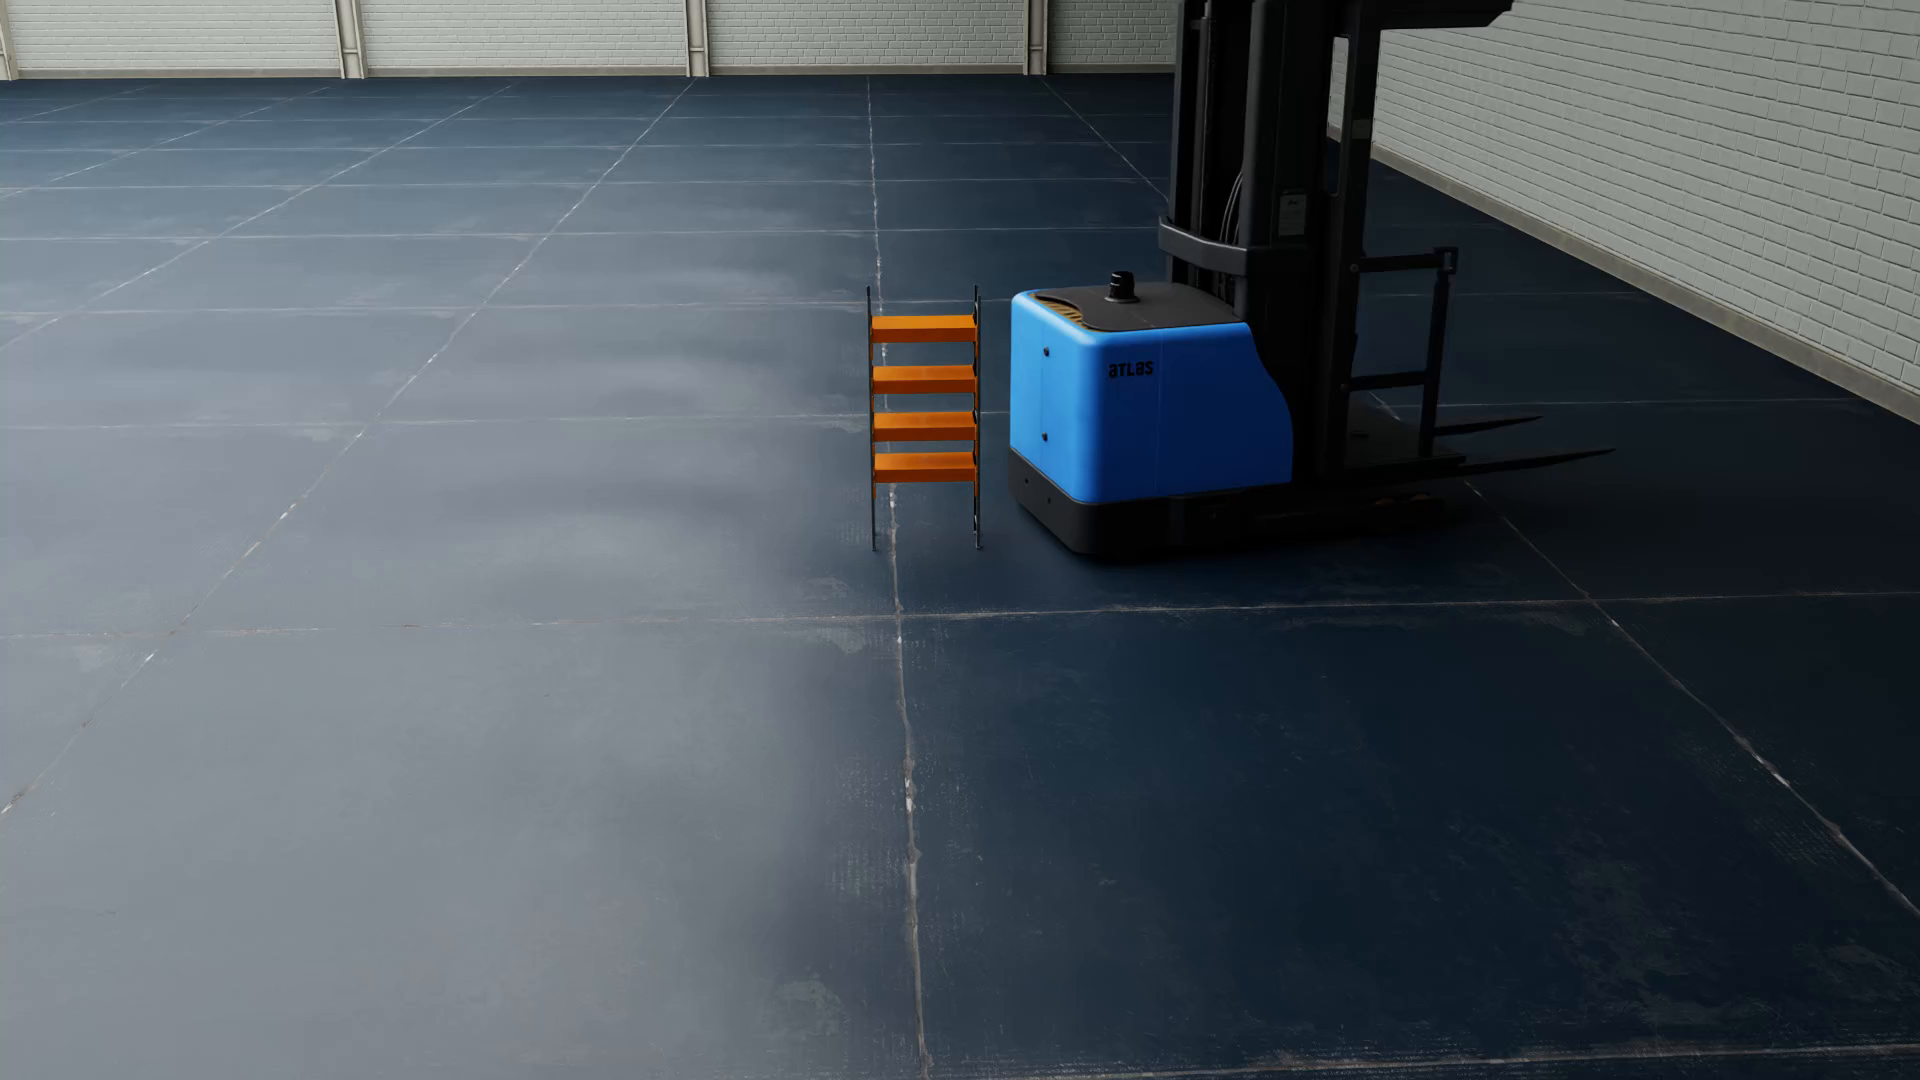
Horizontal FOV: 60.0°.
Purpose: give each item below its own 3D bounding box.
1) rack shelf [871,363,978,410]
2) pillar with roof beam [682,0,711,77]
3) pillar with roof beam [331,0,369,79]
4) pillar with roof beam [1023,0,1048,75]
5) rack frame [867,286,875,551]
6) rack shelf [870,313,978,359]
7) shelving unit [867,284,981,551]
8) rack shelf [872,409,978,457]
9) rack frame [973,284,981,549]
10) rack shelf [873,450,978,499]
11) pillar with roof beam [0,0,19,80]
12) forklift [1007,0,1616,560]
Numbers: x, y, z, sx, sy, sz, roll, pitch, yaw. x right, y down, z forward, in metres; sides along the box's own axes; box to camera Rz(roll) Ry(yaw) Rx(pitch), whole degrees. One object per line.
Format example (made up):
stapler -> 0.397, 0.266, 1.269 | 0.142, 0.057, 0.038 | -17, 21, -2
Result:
rack shelf -> -0.165, -0.704, 7.611 | 0.480, 0.148, 0.258 | -1, 21, -3
pillar with roof beam -> -4.401, -10.932, 23.956 | 0.400, 9.000, 9.100 | -1, 21, -3
pillar with roof beam -> -10.391, -10.810, 23.636 | 0.400, 9.000, 9.100 | -1, 21, -3
pillar with roof beam -> 1.589, -11.054, 24.277 | 0.400, 9.000, 9.100 | -1, 21, -3
rack frame -> -0.409, -0.552, 7.654 | 0.015, 1.200, 0.240 | -1, 21, -3
rack shelf -> -0.165, -0.925, 7.527 | 0.480, 0.148, 0.258 | -1, 21, -3
shelving unit -> -0.165, -0.557, 7.667 | 0.503, 1.200, 0.258 | -1, 21, -3
rack shelf -> -0.165, -0.494, 7.691 | 0.480, 0.148, 0.258 | -1, 21, -3
rack frame -> 0.078, -0.562, 7.680 | 0.015, 1.200, 0.240 | -1, 21, -3
rack shelf -> -0.165, -0.309, 7.762 | 0.480, 0.148, 0.258 | -1, 21, -3
pillar with roof beam -> -16.381, -10.689, 23.316 | 0.400, 9.000, 9.100 | -1, 21, -3
forklift -> 1.810, -1.572, 7.900 | 3.031, 2.935, 1.130 | -7, 22, -17
